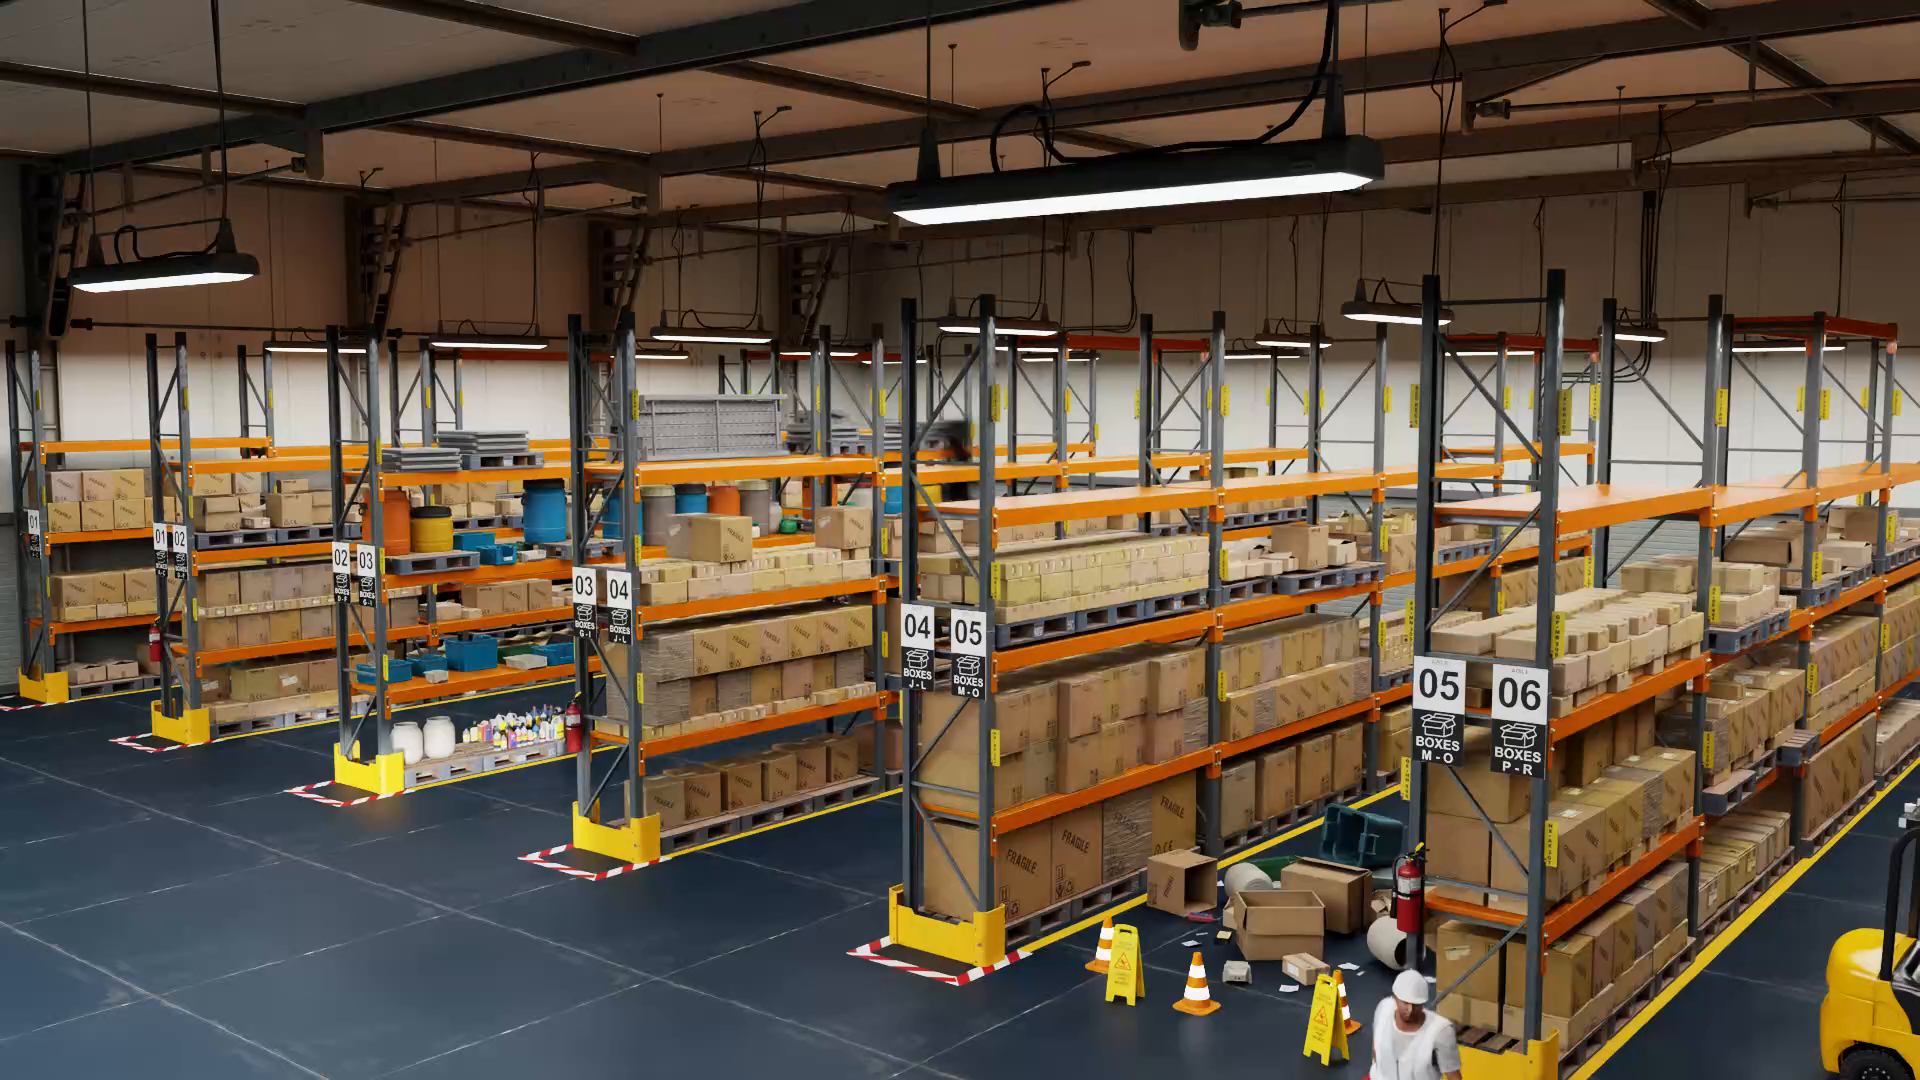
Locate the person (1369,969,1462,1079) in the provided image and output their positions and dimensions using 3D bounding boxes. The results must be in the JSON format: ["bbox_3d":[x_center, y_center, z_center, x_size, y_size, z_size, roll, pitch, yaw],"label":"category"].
[{"bbox_3d":[2.701,3.396,10.027,0.666,1.728,0.714,3,6,34],"label":"person"}]

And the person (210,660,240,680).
[{"bbox_3d":[-11.866,1.888,26.927,0.645,1.779,0.824,2,5,21],"label":"person"}]
